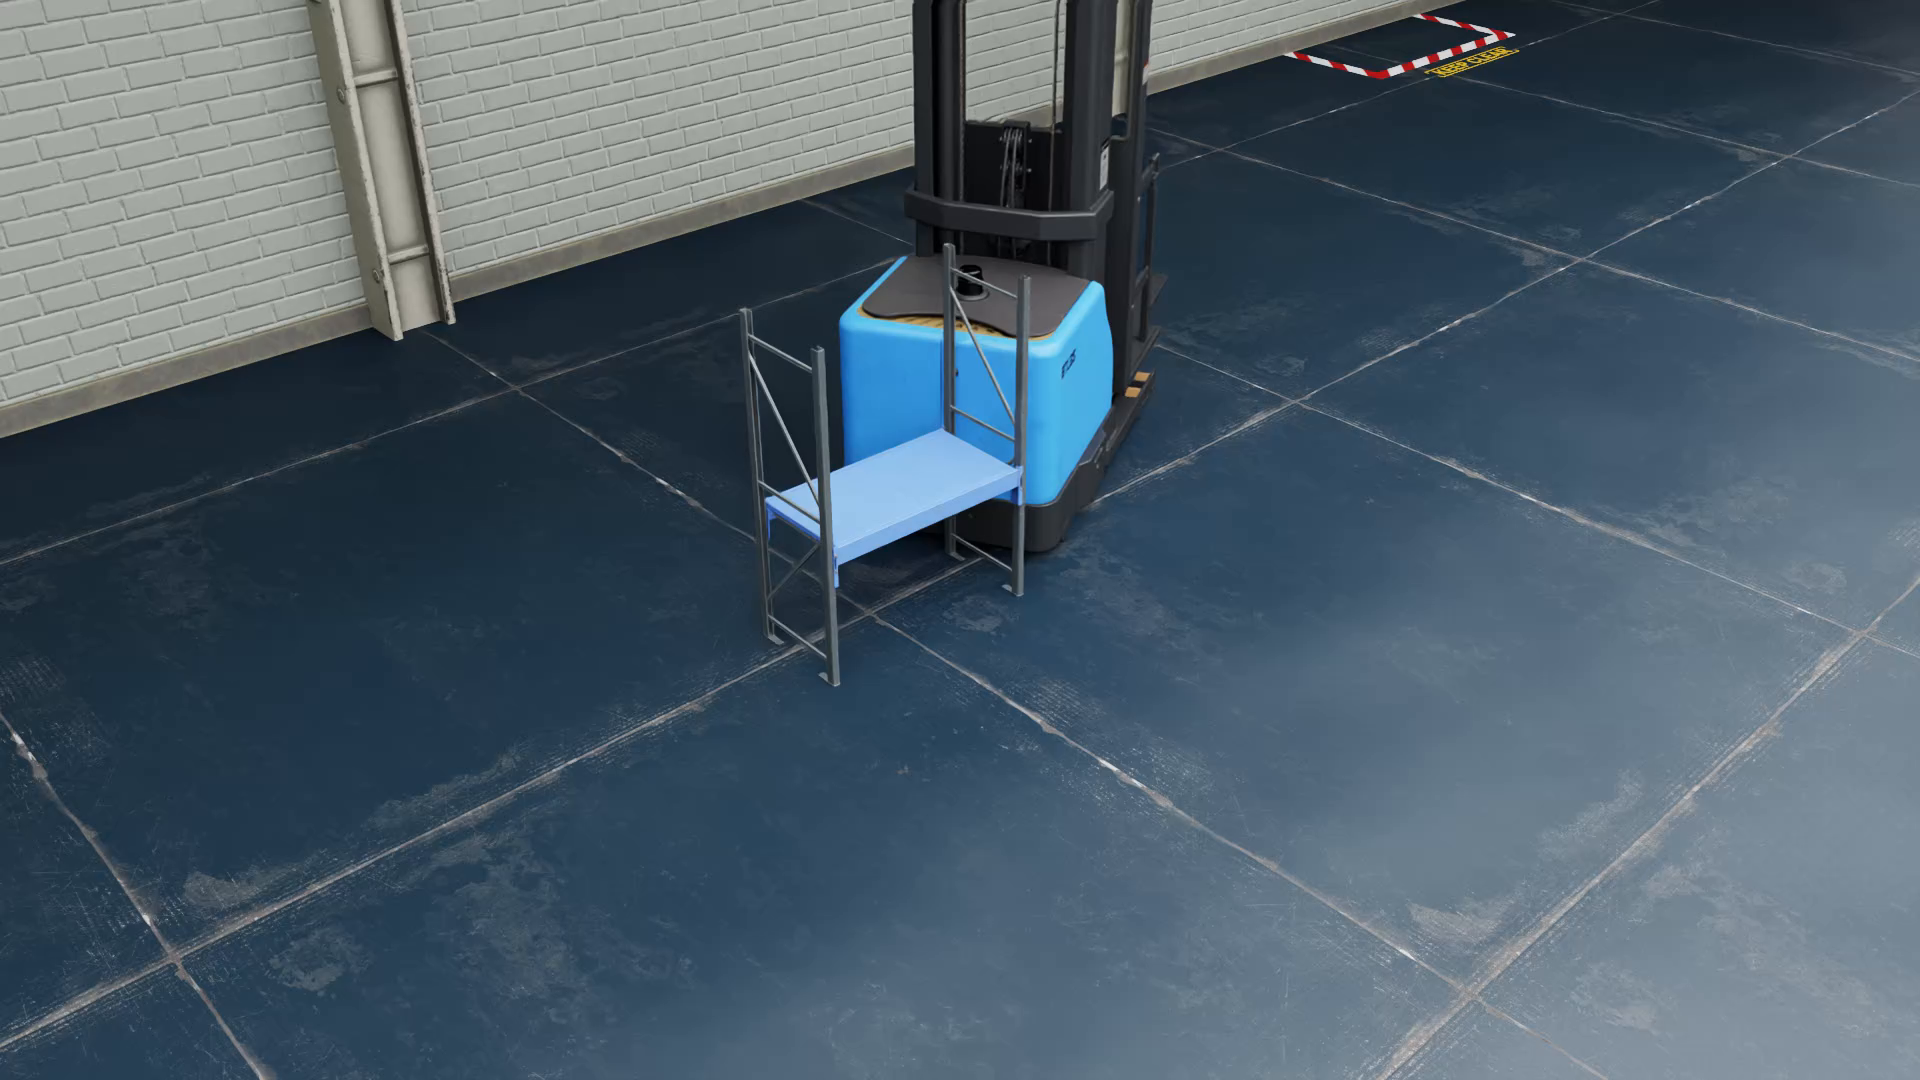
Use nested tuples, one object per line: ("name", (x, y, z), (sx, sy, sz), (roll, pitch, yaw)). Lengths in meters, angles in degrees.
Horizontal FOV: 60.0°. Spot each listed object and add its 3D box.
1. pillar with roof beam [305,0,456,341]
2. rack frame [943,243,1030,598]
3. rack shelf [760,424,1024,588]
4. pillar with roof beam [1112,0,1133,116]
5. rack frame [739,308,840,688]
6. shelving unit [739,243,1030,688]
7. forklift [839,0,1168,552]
("pillar with roof beam", (-0.308, -3.474, 4.806), (0.400, 9.000, 9.100), (-26, 40, -35))
("rack frame", (0.104, -0.488, 7.111), (0.032, 1.500, 0.500), (-24, 39, -34))
("rack shelf", (-0.280, -0.161, 6.920), (1.000, 0.185, 0.538), (-24, 39, -34))
("pillar with roof beam", (4.092, -5.602, 8.286), (0.400, 9.000, 9.100), (-26, 40, -35))
("rack frame", (-0.664, -0.140, 6.542), (0.032, 1.500, 0.500), (-24, 39, -34))
("shelving unit", (-0.280, -0.314, 6.826), (1.048, 1.500, 0.538), (-24, 39, -34))
("forklift", (0.416, -1.956, 8.139), (1.130, 2.935, 3.031), (10, 33, 16))
